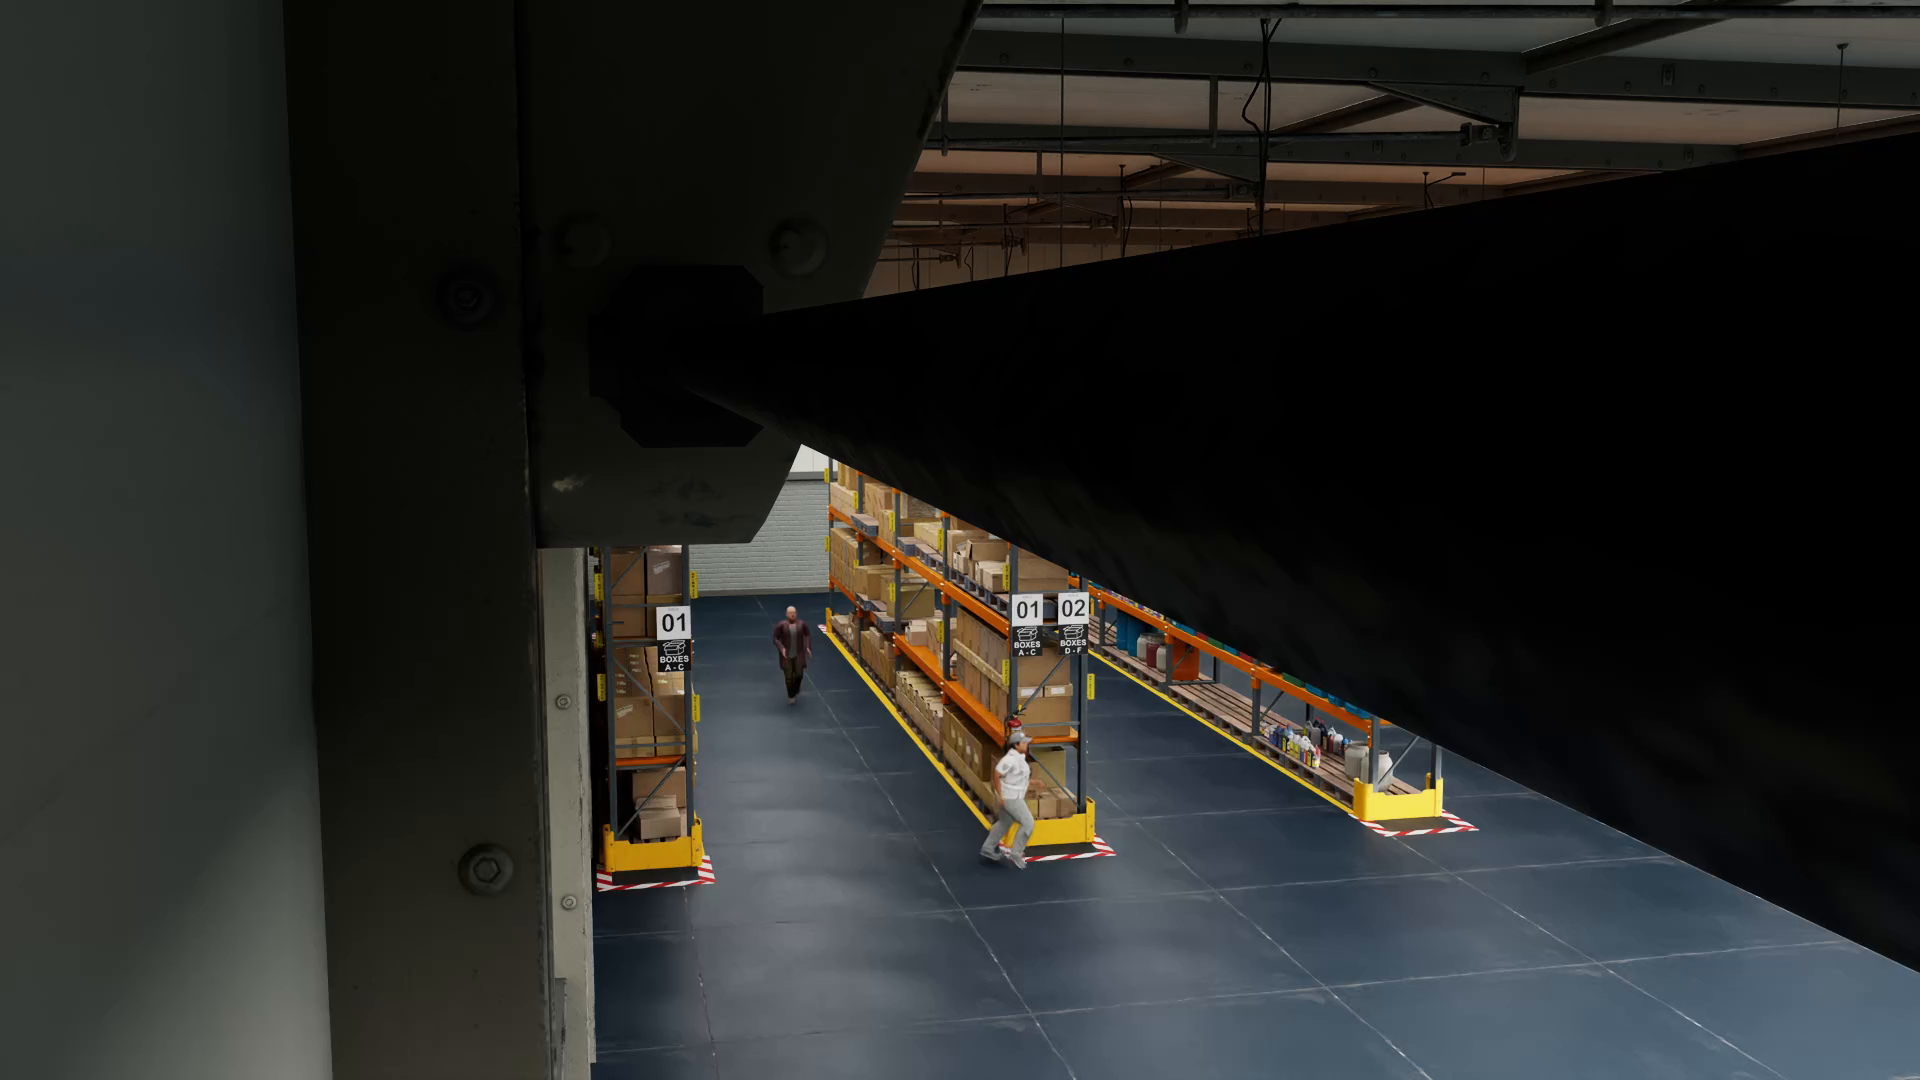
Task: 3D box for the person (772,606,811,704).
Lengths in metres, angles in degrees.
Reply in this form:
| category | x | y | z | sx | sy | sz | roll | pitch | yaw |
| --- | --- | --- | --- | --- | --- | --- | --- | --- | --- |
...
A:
| category | x | y | z | sx | sy | sz | roll | pitch | yaw |
| --- | --- | --- | --- | --- | --- | --- | --- | --- | --- |
| person | -2.947 | 2.016 | 29.229 | 0.694 | 1.722 | 0.659 | -1 | 7 | -12 |

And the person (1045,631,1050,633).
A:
| category | x | y | z | sx | sy | sz | roll | pitch | yaw |
| --- | --- | --- | --- | --- | --- | --- | --- | --- | --- |
| person | 1.319 | 2.156 | 28.489 | 0.712 | 1.586 | 0.619 | 0 | 7 | -1 |

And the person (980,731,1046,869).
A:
| category | x | y | z | sx | sy | sz | roll | pitch | yaw |
| --- | --- | --- | --- | --- | --- | --- | --- | --- | --- |
| person | 0.633 | 3.149 | 20.127 | 0.814 | 1.698 | 0.508 | 1 | 7 | 8 |
